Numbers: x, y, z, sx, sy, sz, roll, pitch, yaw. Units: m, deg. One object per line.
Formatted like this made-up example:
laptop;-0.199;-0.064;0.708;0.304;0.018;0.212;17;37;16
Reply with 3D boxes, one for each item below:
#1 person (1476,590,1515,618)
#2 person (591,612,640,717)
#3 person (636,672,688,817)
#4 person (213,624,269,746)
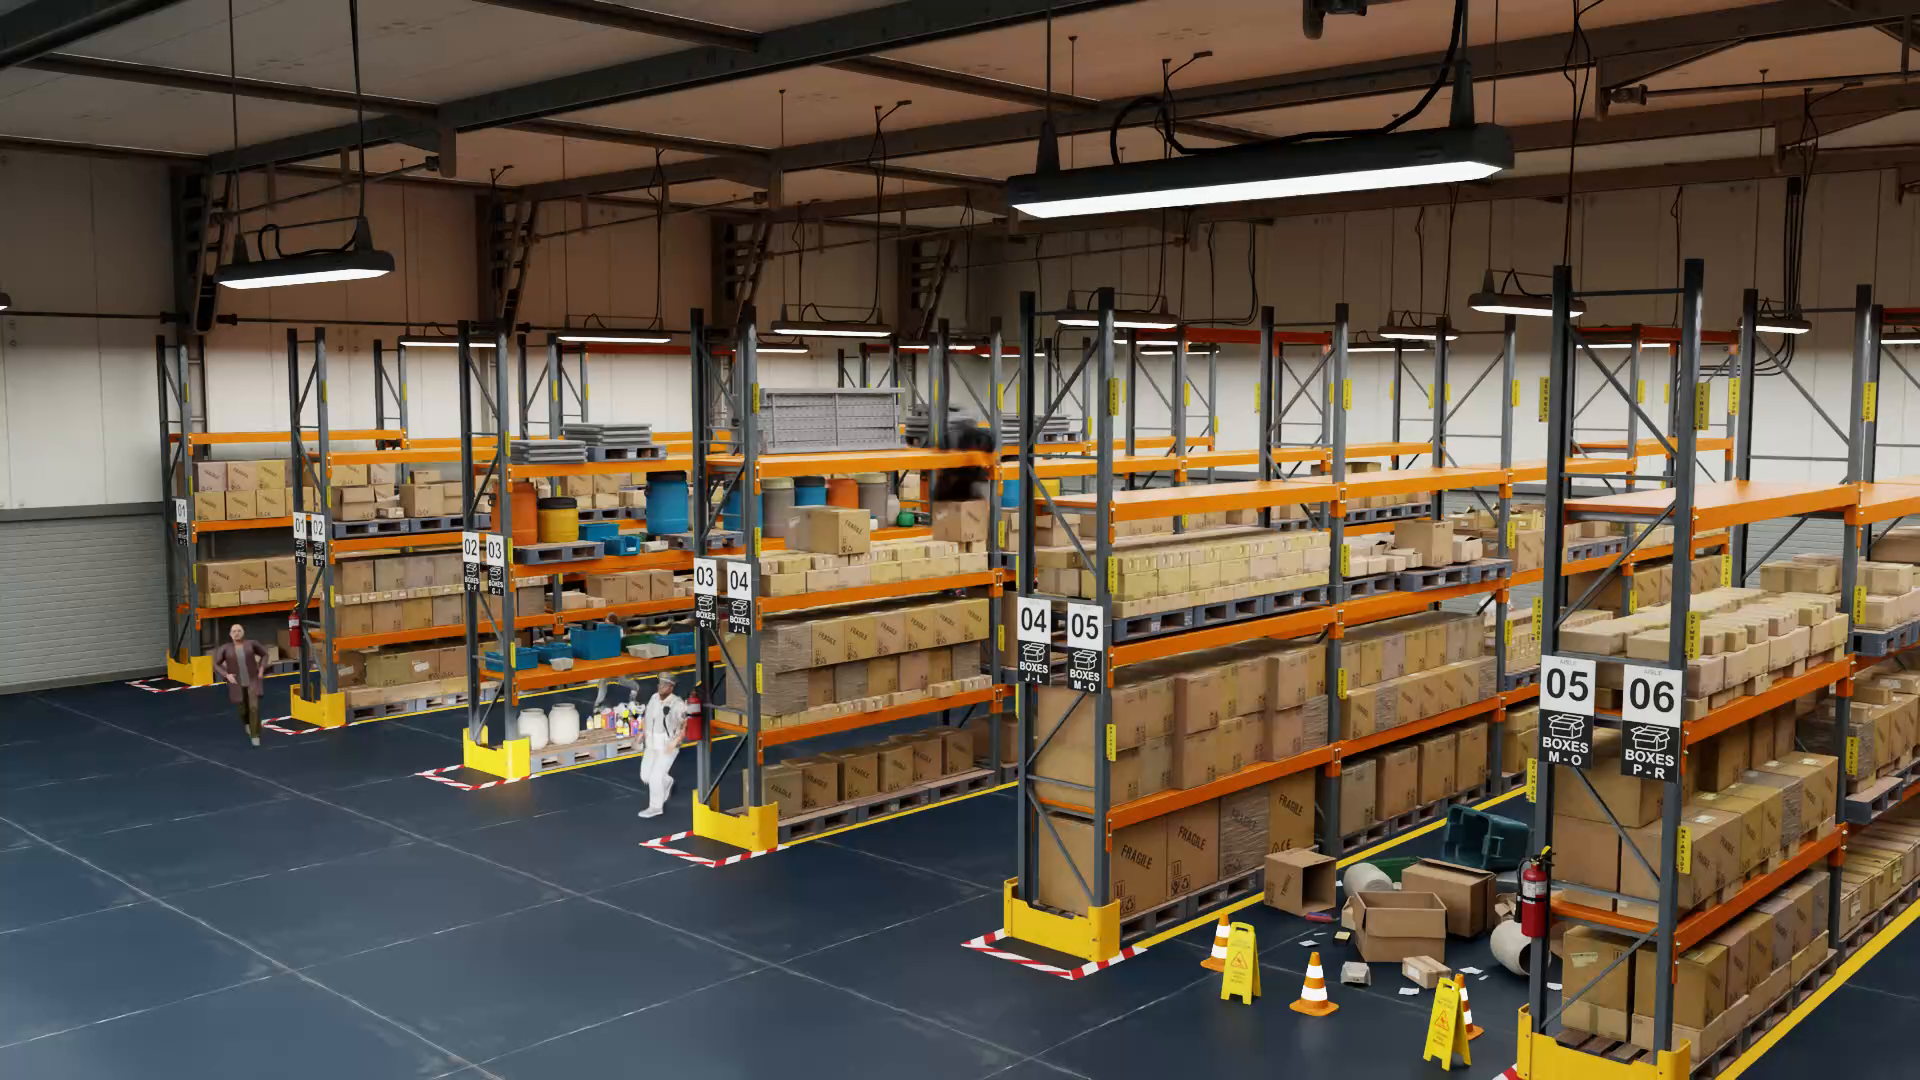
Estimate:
person;9.327;1.606;29.080;0.572;1.718;0.862;4;7;37
person;-5.419;1.923;26.177;0.506;1.599;1.035;3;6;27
person;-3.481;2.412;19.813;0.692;1.728;0.645;3;6;28
person;-10.347;2.072;23.969;0.752;1.742;0.776;-3;6;-28
